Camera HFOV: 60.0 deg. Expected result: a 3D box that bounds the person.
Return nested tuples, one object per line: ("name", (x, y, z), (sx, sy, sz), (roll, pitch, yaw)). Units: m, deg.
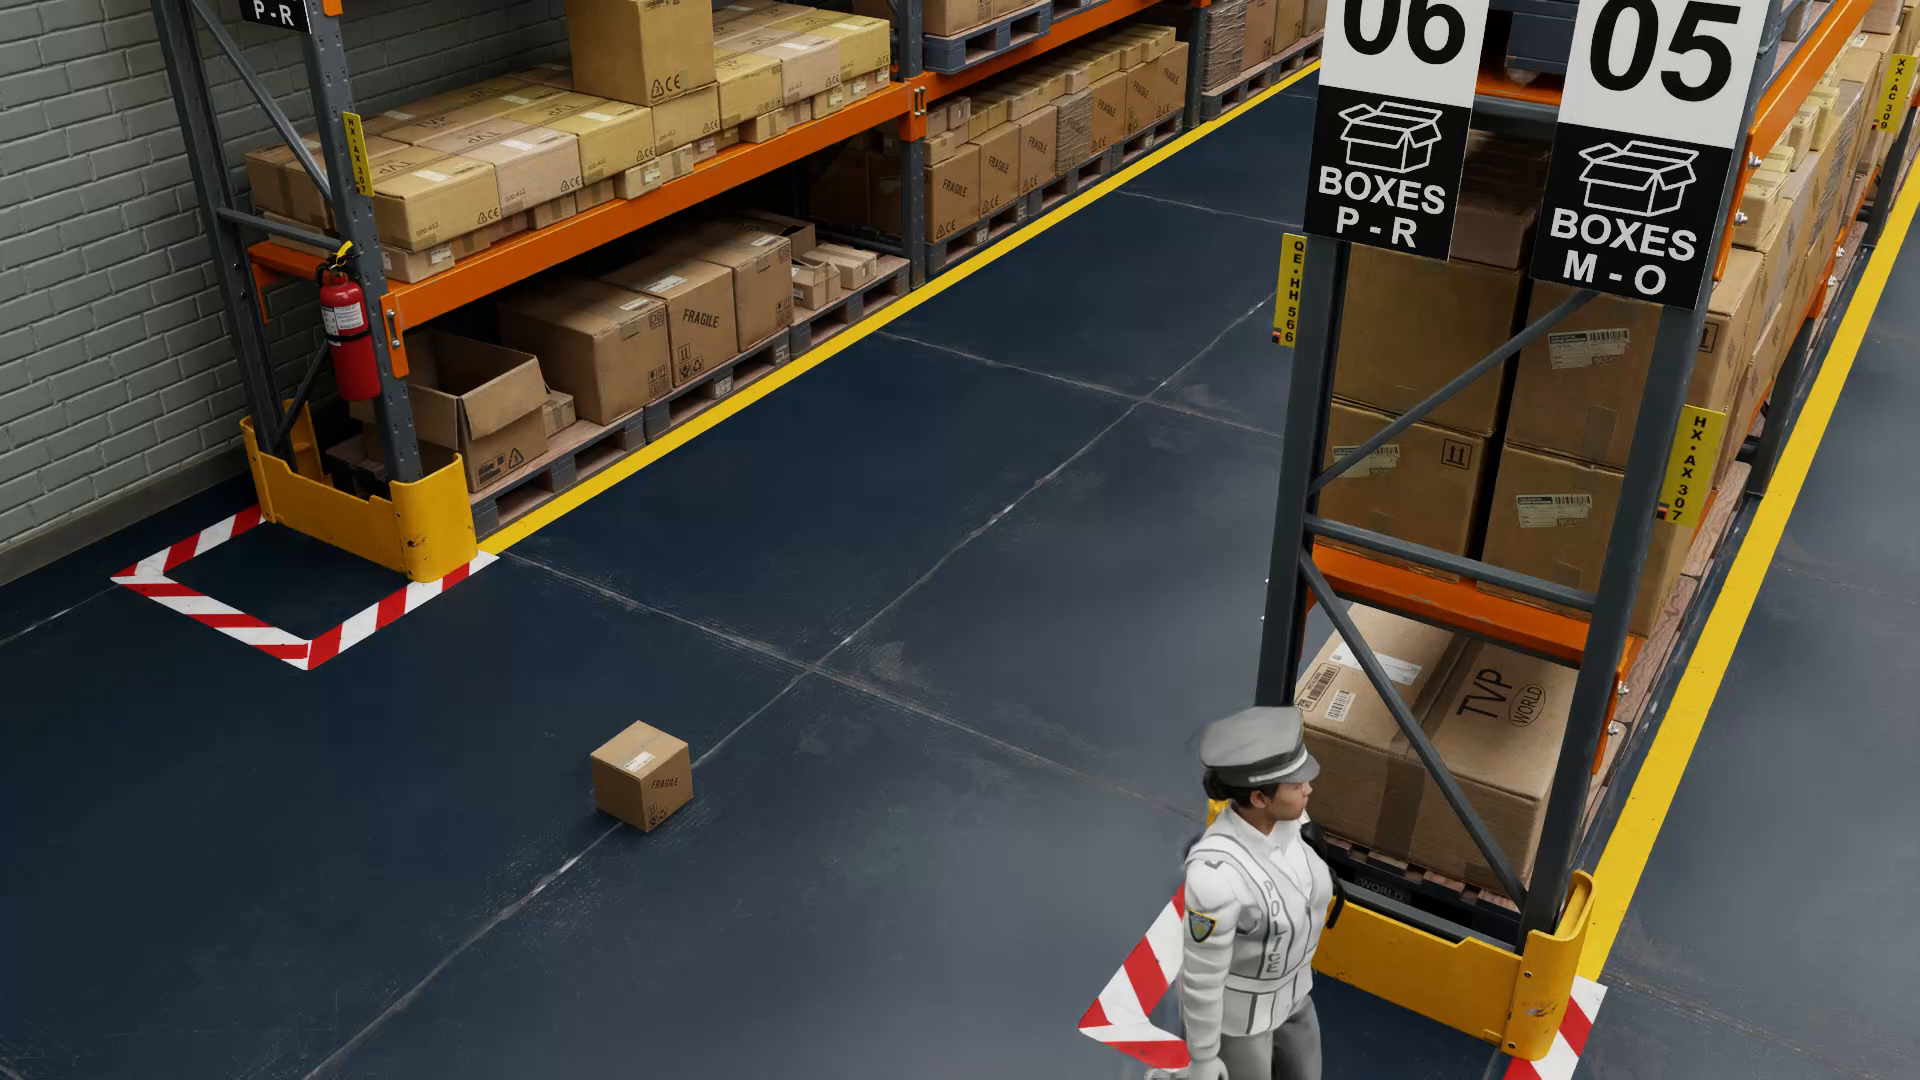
("person", (0.687, 1.124, 4.170), (0.542, 1.671, 0.512), (21, 37, 31))
